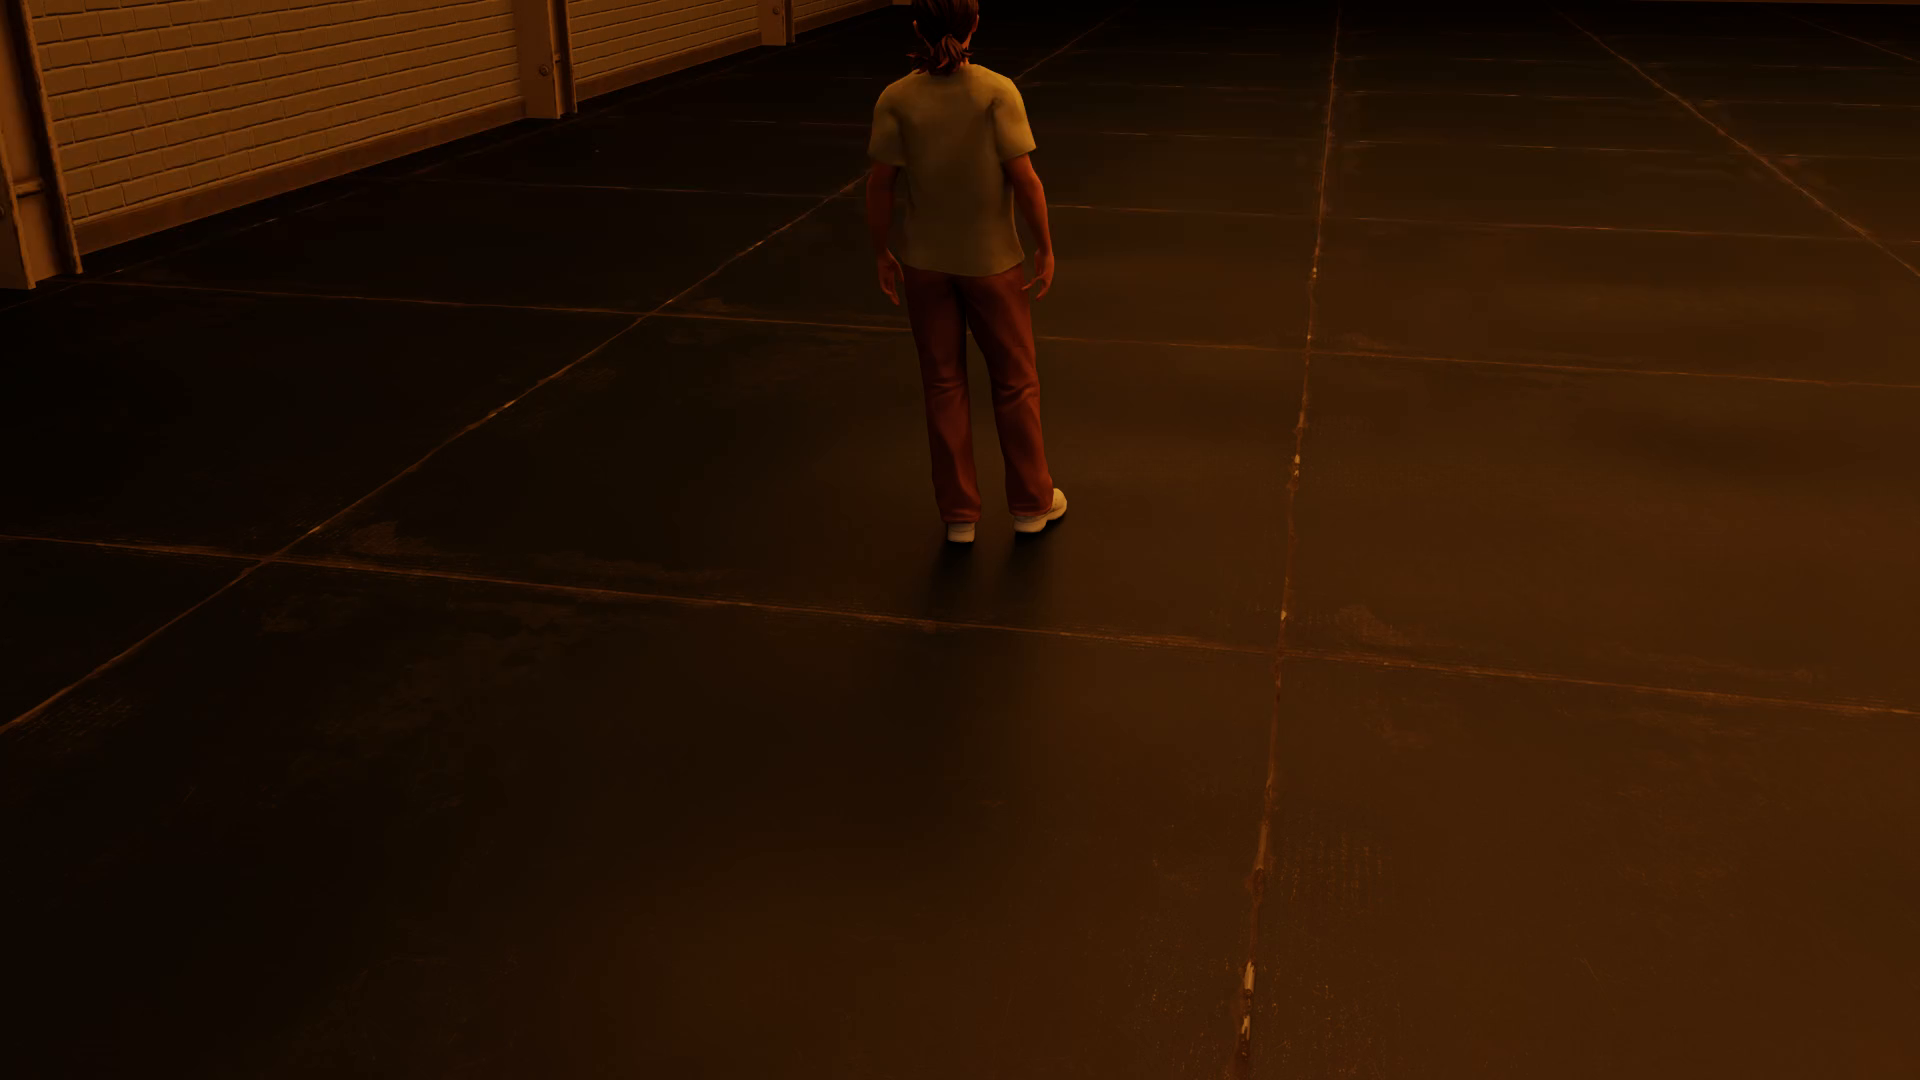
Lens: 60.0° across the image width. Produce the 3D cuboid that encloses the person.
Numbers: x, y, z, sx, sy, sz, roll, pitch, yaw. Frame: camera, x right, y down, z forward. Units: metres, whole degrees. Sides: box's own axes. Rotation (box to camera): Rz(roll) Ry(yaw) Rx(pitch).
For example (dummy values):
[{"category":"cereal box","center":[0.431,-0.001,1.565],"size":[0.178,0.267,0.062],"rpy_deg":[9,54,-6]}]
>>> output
[{"category":"person","center":[0.014,-0.709,4.888],"size":[0.518,1.361,0.395],"rpy_deg":[5,23,11]}]
